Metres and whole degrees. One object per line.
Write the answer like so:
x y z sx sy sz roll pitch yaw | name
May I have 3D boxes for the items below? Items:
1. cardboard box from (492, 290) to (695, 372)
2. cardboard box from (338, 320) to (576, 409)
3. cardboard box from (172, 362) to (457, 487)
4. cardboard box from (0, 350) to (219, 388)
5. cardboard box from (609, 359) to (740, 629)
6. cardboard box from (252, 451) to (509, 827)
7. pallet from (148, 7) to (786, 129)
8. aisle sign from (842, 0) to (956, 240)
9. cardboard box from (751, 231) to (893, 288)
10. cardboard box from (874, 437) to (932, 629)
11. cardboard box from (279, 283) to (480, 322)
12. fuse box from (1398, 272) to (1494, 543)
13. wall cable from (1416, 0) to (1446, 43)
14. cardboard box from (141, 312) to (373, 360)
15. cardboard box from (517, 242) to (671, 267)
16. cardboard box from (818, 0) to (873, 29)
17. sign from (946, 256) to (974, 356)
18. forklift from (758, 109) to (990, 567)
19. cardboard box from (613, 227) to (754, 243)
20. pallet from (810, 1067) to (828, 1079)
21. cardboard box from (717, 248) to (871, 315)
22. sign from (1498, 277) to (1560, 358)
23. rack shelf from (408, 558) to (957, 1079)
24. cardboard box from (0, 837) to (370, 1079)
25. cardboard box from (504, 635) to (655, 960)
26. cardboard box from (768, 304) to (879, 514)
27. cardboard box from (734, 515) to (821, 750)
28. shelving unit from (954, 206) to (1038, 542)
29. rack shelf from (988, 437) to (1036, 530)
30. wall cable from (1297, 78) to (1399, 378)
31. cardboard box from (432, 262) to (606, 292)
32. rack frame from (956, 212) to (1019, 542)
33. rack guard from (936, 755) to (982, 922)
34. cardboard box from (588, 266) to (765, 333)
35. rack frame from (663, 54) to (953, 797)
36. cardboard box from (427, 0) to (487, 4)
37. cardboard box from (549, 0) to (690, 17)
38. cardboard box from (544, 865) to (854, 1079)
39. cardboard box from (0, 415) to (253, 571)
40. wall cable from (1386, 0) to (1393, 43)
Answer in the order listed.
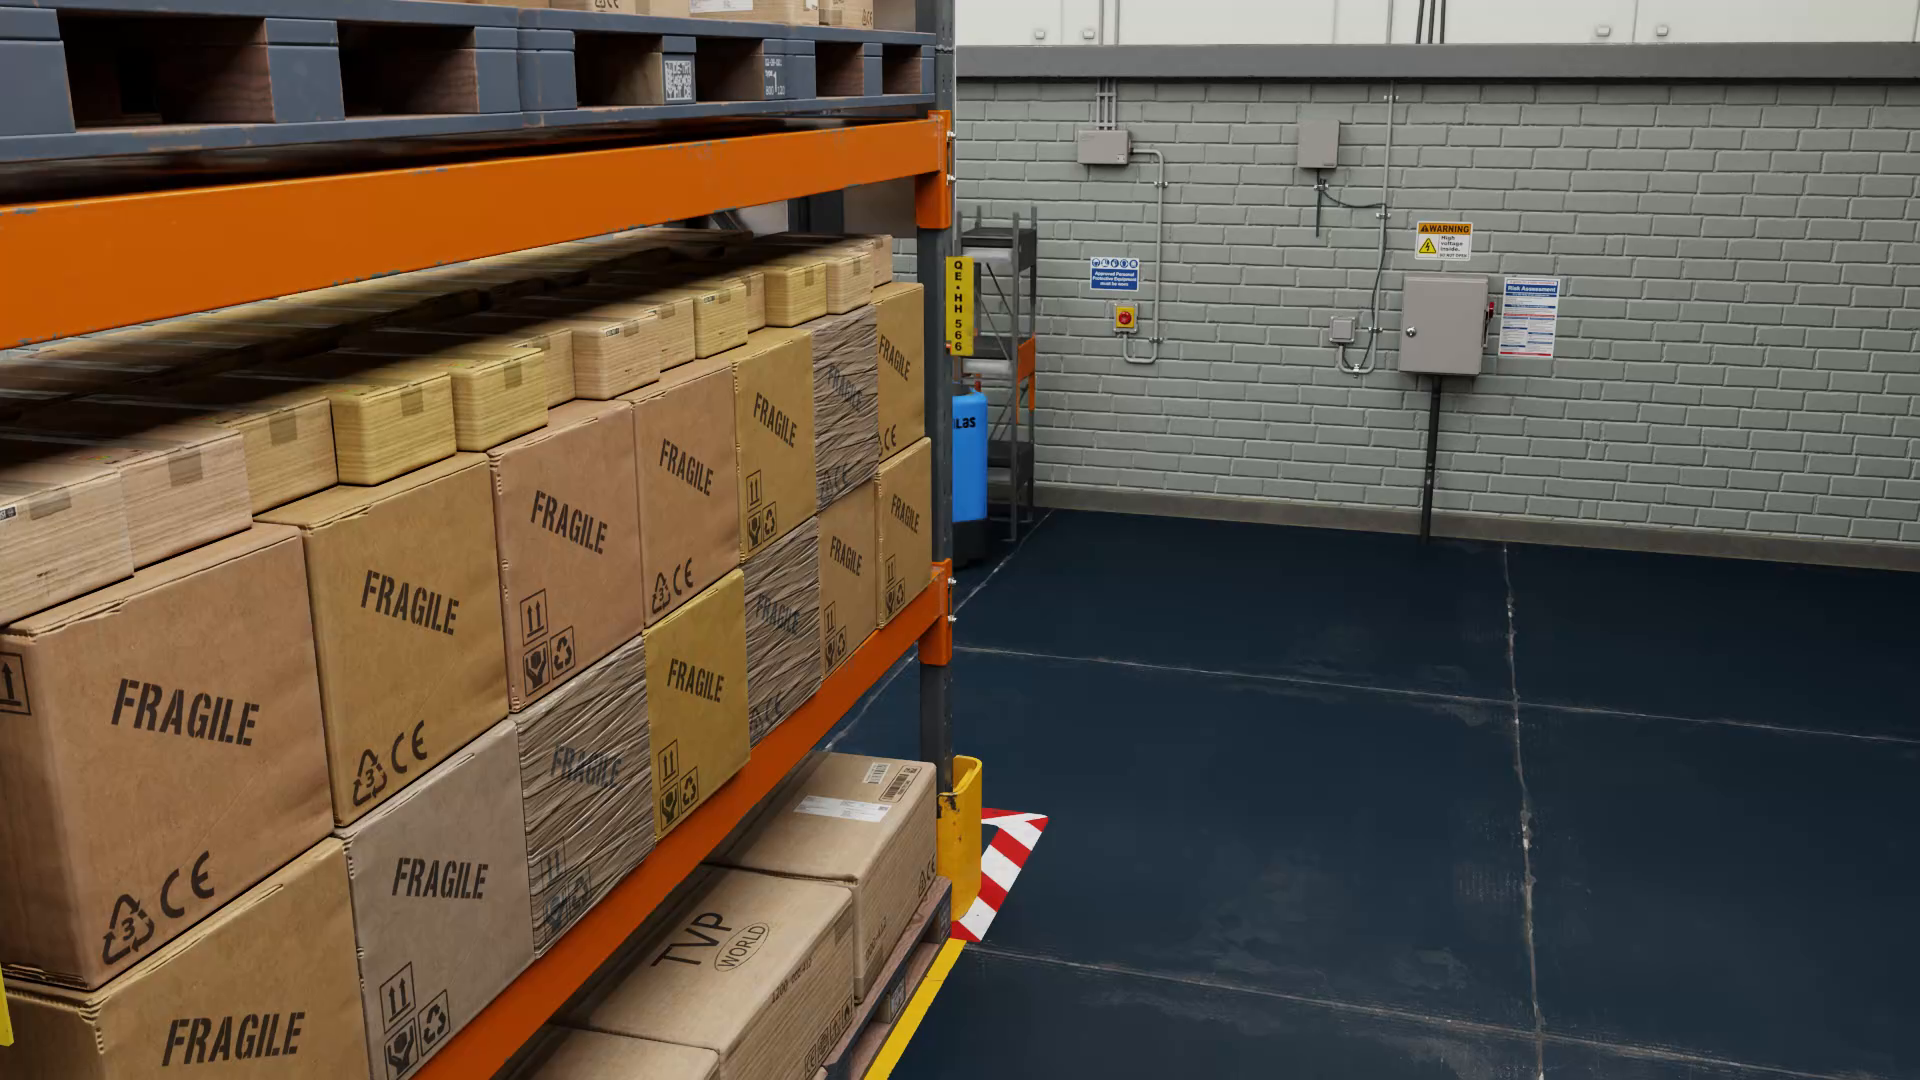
-0.833 -0.474 3.799 0.380 0.149 0.250 5 17 18 | cardboard box
-1.004 -0.343 3.336 0.380 0.149 0.250 5 16 16 | cardboard box
-1.100 -0.203 2.845 0.380 0.149 0.250 5 16 15 | cardboard box
-1.561 -0.240 2.975 0.380 0.149 0.250 4 16 15 | cardboard box
-0.838 -0.132 3.784 0.500 0.500 0.500 5 16 15 | cardboard box
-1.140 0.132 2.850 0.500 0.500 0.500 4 16 15 | cardboard box
-1.066 -1.033 3.639 1.003 0.211 1.213 5 16 16 | pallet
-0.203 -1.393 5.479 0.394 0.787 0.004 5 16 16 | aisle sign
-0.431 -0.879 5.228 0.380 0.149 0.250 5 17 17 | cardboard box
-0.404 -0.049 5.321 0.500 0.500 0.500 5 17 16 | cardboard box
-1.368 -0.515 3.943 0.380 0.149 0.250 4 16 15 | cardboard box
3.032 -0.804 10.527 0.539 1.711 0.414 5 16 16 | fuse box
4.206 -4.277 9.348 2.988 3.039 0.133 5 16 16 | wall cable
-1.451 -0.377 3.457 0.380 0.149 0.250 4 16 15 | cardboard box
-1.077 -0.784 4.892 0.380 0.149 0.250 5 17 18 | cardboard box
-0.562 -1.644 4.953 0.500 0.250 0.500 3 16 11 | cardboard box
-0.004 -0.773 5.501 0.100 0.325 0.005 5 16 16 | sign
-1.384 -1.216 9.745 3.031 2.935 1.130 -6 17 -22 | forklift
-0.887 -0.917 5.362 0.380 0.149 0.250 5 17 17 | cardboard box
-1.021 1.727 4.352 1.003 0.211 1.213 5 16 16 | pallet
-0.472 -0.737 4.726 0.380 0.149 0.250 4 16 15 | cardboard box
3.564 -1.394 10.420 0.329 0.494 0.001 5 16 16 | sign
-1.089 0.722 4.106 1.077 0.370 4.000 5 16 16 | rack shelf
-1.273 0.748 2.510 0.500 0.500 0.500 5 17 18 | cardboard box
-0.978 0.487 3.431 0.500 0.500 0.500 5 17 16 | cardboard box
-0.550 -0.393 4.702 0.500 0.500 0.500 5 16 16 | cardboard box
-0.698 0.217 4.386 0.500 0.500 0.500 5 17 17 | cardboard box
0.234 -1.077 10.778 0.431 2.100 0.503 4 16 15 | shelving unit
0.234 -0.390 10.973 0.431 0.518 0.480 4 16 15 | rack shelf
2.423 -2.006 10.544 0.588 1.984 0.122 5 16 16 | wall cable
-1.158 -0.641 4.388 0.380 0.149 0.250 5 17 16 | cardboard box
0.170 -1.013 10.552 0.400 2.100 0.015 4 16 15 | rack frame
-0.514 1.049 6.216 1.175 0.500 0.348 5 16 16 | rack guard
-0.726 -0.611 4.283 0.380 0.149 0.250 4 16 15 | cardboard box
-0.521 -0.148 5.852 1.000 3.000 0.127 5 16 16 | rack frame
-1.305 -1.199 2.921 0.797 0.503 0.637 6 17 20 | cardboard box
-0.994 -1.410 4.017 0.500 0.311 0.500 5 17 17 | cardboard box
-0.864 1.304 4.662 0.875 0.438 0.875 5 17 17 | cardboard box
-1.261 -0.073 2.385 0.380 0.149 0.250 5 17 17 | cardboard box
1.546 -4.485 10.149 2.355 3.000 0.029 5 16 16 | wall cable
